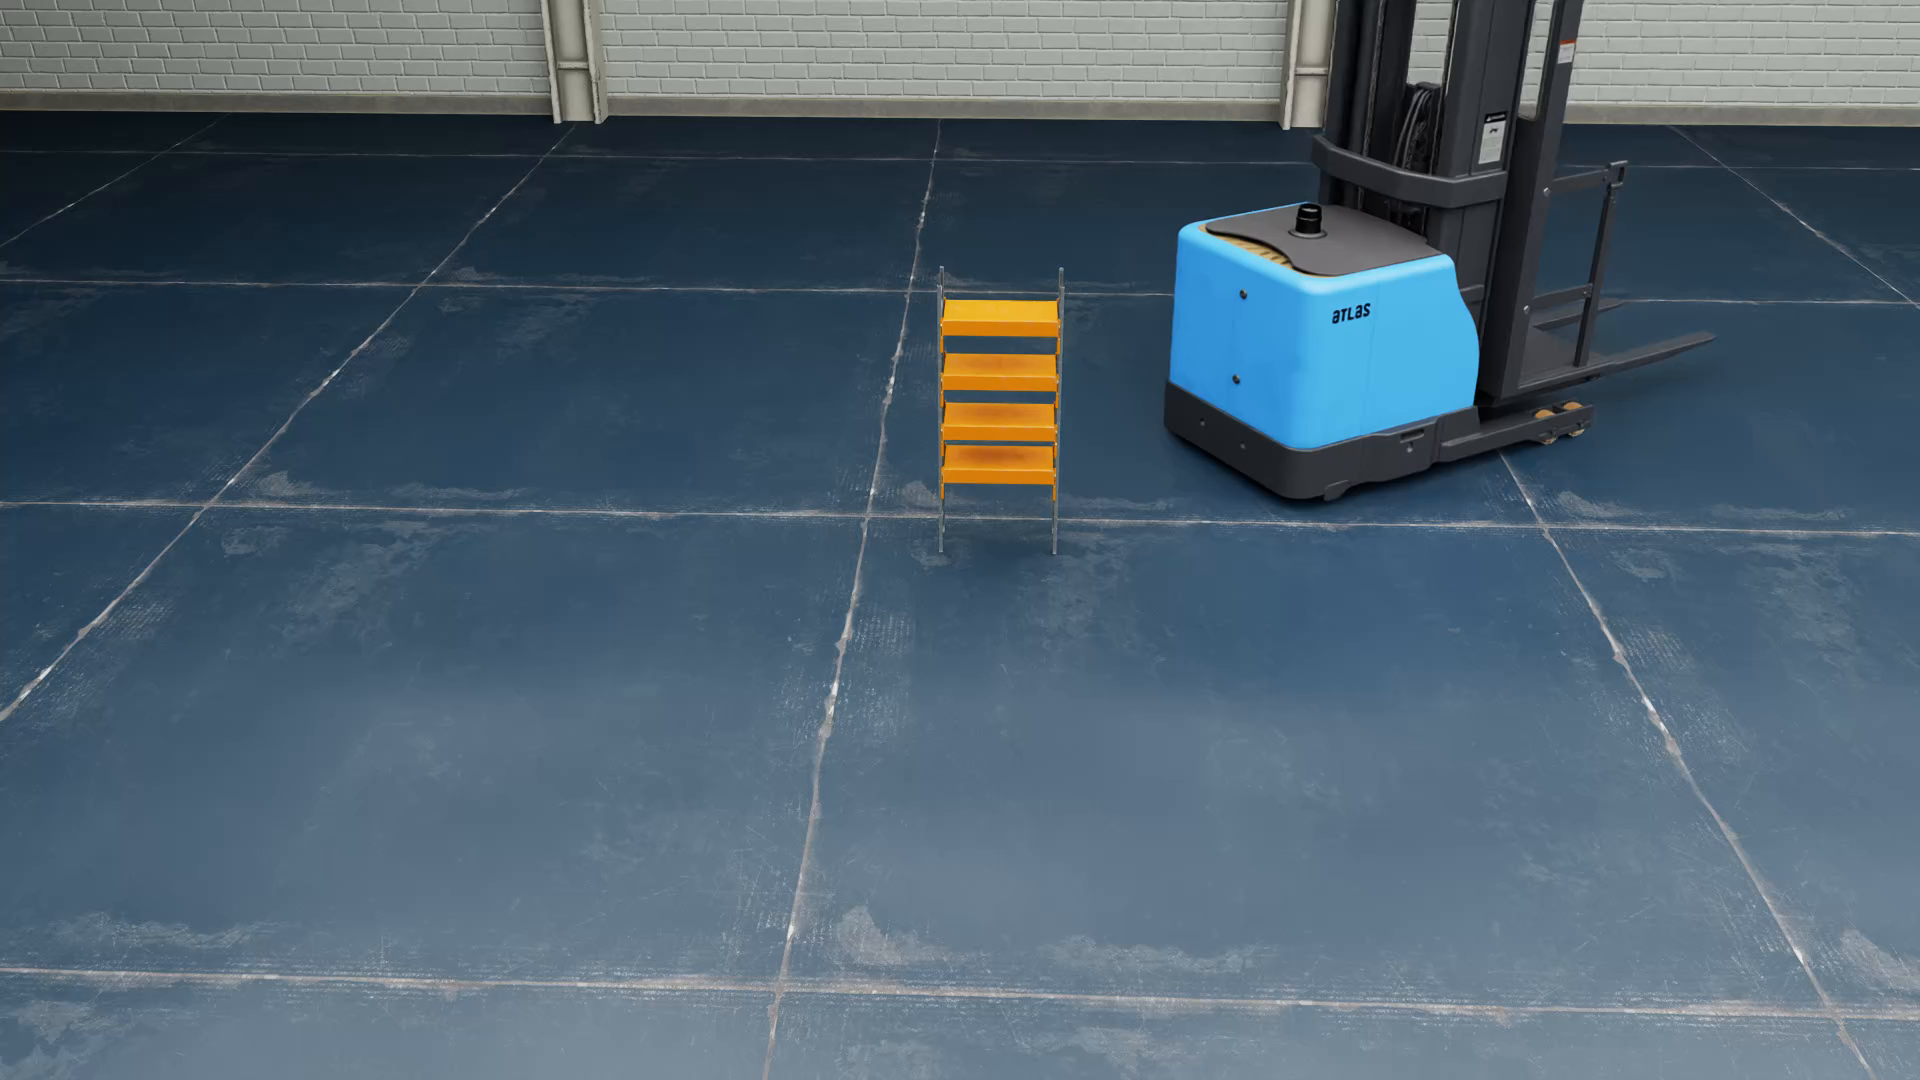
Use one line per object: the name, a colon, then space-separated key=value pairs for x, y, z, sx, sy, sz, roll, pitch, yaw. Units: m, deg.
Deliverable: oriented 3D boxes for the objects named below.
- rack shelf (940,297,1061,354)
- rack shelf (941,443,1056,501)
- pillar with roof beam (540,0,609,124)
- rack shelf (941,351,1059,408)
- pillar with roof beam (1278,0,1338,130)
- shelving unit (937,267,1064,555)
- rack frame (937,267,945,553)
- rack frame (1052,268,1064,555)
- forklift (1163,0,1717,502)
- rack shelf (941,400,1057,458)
rack shelf: x=0.165 y=-0.875 z=6.780 sx=0.480 sy=0.148 sz=0.258 roll=1 pitch=28 yaw=2
rack shelf: x=0.165 y=-0.293 z=7.088 sx=0.480 sy=0.148 sz=0.258 roll=1 pitch=28 yaw=2
pillar with roof beam: x=-3.311 y=-5.479 z=7.978 sx=0.400 sy=9.000 sz=9.100 roll=1 pitch=28 yaw=2
rack shelf: x=0.165 y=-0.666 z=6.891 sx=0.480 sy=0.148 sz=0.258 roll=1 pitch=28 yaw=2
pillar with roof beam: x=2.686 y=-5.380 z=7.791 sx=0.400 sy=9.000 sz=9.100 roll=1 pitch=28 yaw=2
shelving unit: x=0.165 y=-0.527 z=6.964 sx=0.503 sy=1.200 sz=0.258 roll=1 pitch=28 yaw=2
rack frame: x=-0.078 y=-0.531 z=6.971 sx=0.015 sy=1.200 sz=0.240 roll=1 pitch=28 yaw=2
rack frame: x=0.409 y=-0.523 z=6.956 sx=0.015 sy=1.200 sz=0.240 roll=1 pitch=28 yaw=2
forklift: x=2.535 y=-1.960 z=7.819 sx=3.031 sy=2.935 sz=1.130 roll=-15 pitch=31 yaw=-26
rack shelf: x=0.165 y=-0.468 z=6.995 sx=0.480 sy=0.148 sz=0.258 roll=1 pitch=28 yaw=2
